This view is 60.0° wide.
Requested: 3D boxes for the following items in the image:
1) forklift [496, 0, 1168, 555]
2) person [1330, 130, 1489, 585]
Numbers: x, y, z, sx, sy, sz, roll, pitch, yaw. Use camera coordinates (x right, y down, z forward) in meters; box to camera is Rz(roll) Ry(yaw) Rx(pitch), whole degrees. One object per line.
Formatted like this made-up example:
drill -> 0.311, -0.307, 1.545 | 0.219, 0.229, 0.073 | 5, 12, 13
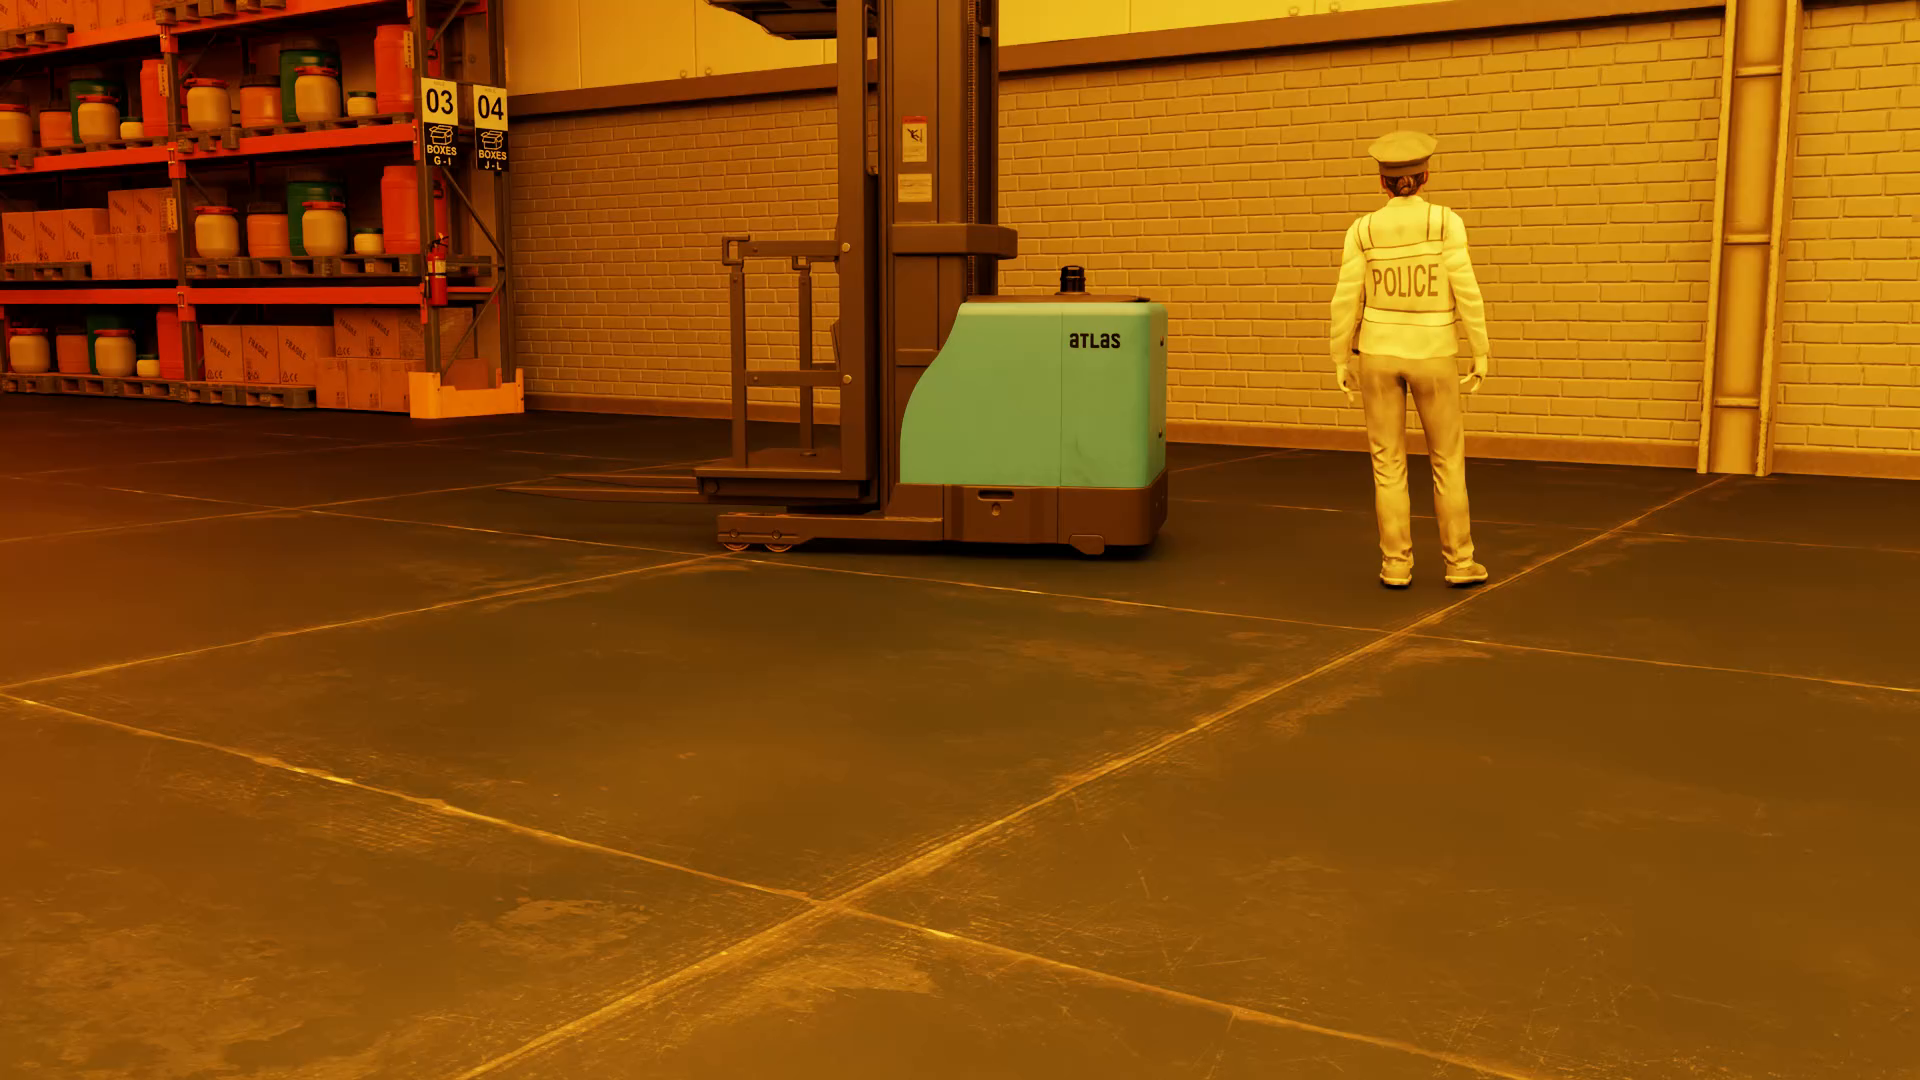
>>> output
forklift -> -0.596, -1.469, 7.520 | 3.031, 2.935, 1.130 | 2, 8, 12
person -> 1.700, -0.673, 6.267 | 0.589, 1.696, 0.532 | 3, 9, 23
